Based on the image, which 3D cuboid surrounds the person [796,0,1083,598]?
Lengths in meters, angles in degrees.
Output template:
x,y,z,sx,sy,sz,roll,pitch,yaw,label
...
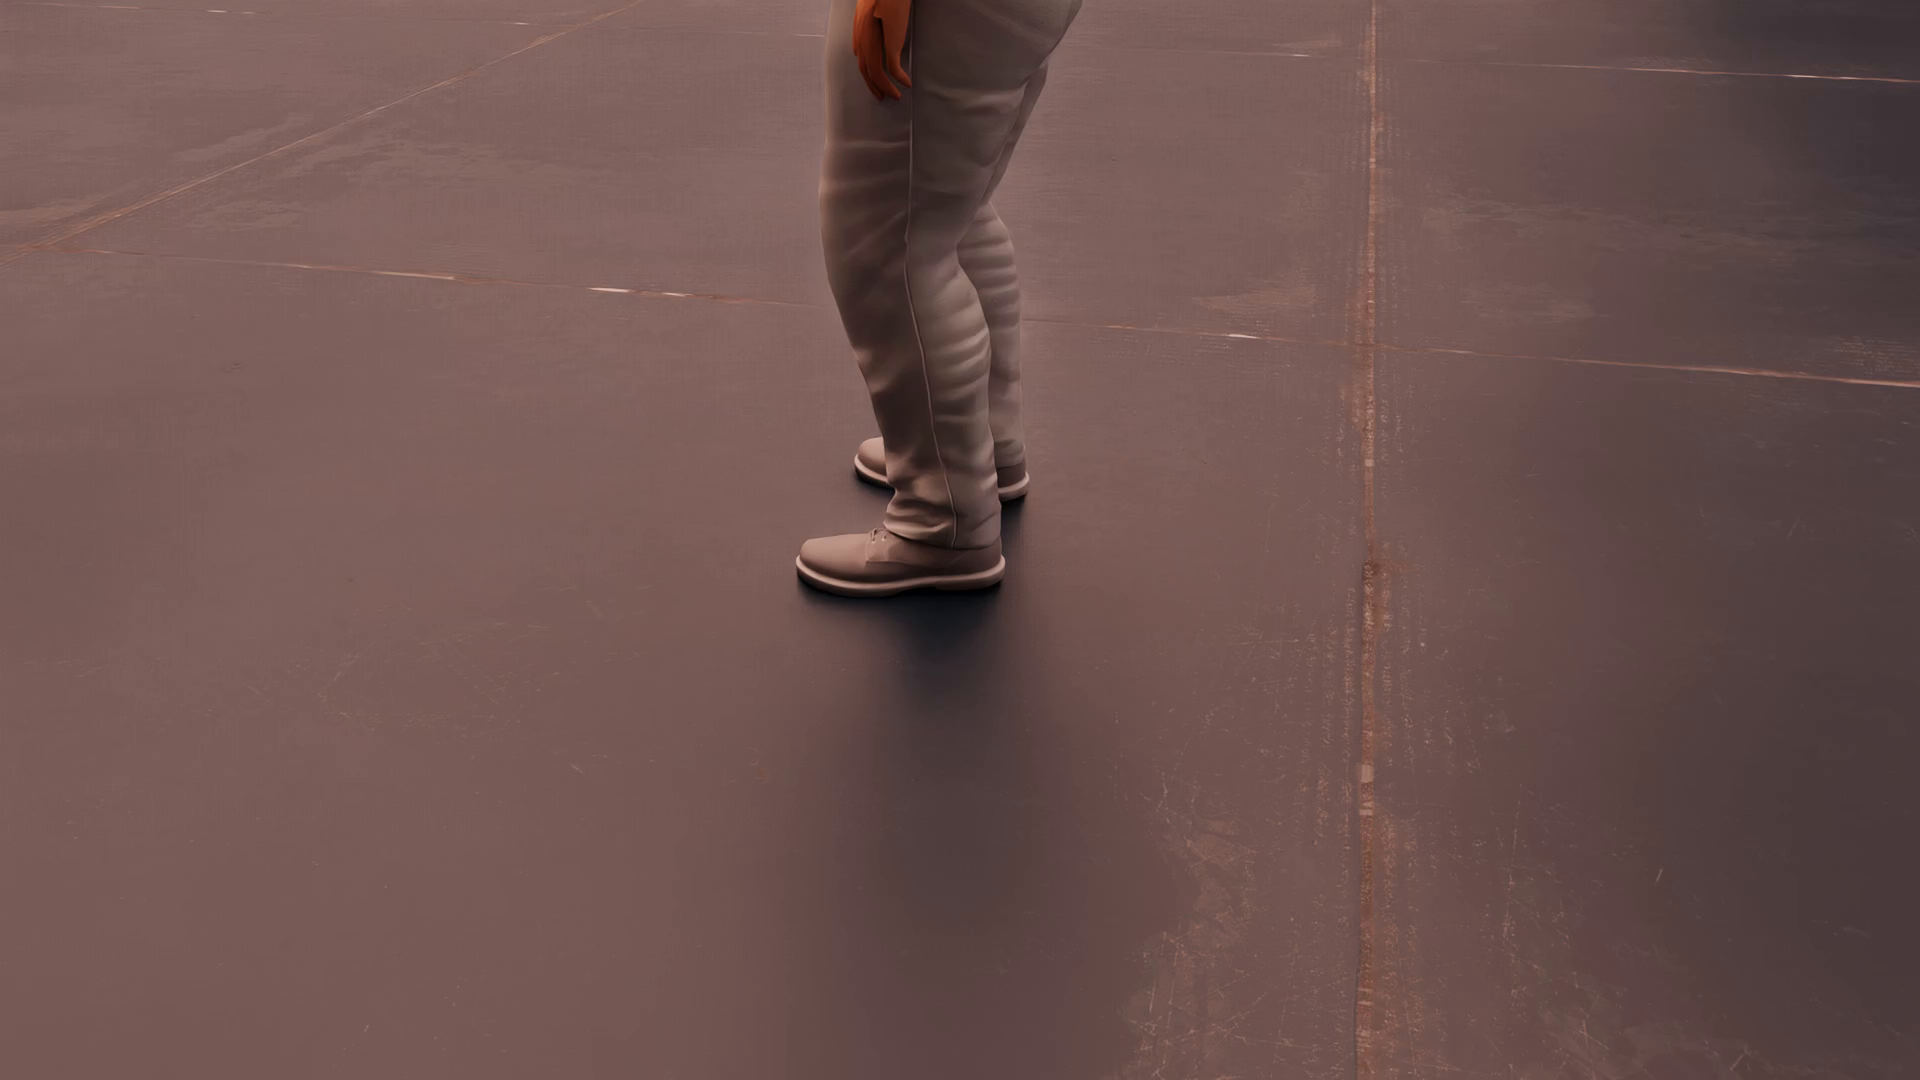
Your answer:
x,y,z,sx,sy,sz,roll,pitch,yaw,label
-0.044,-0.747,2.136,0.466,1.666,0.546,5,27,9,person
